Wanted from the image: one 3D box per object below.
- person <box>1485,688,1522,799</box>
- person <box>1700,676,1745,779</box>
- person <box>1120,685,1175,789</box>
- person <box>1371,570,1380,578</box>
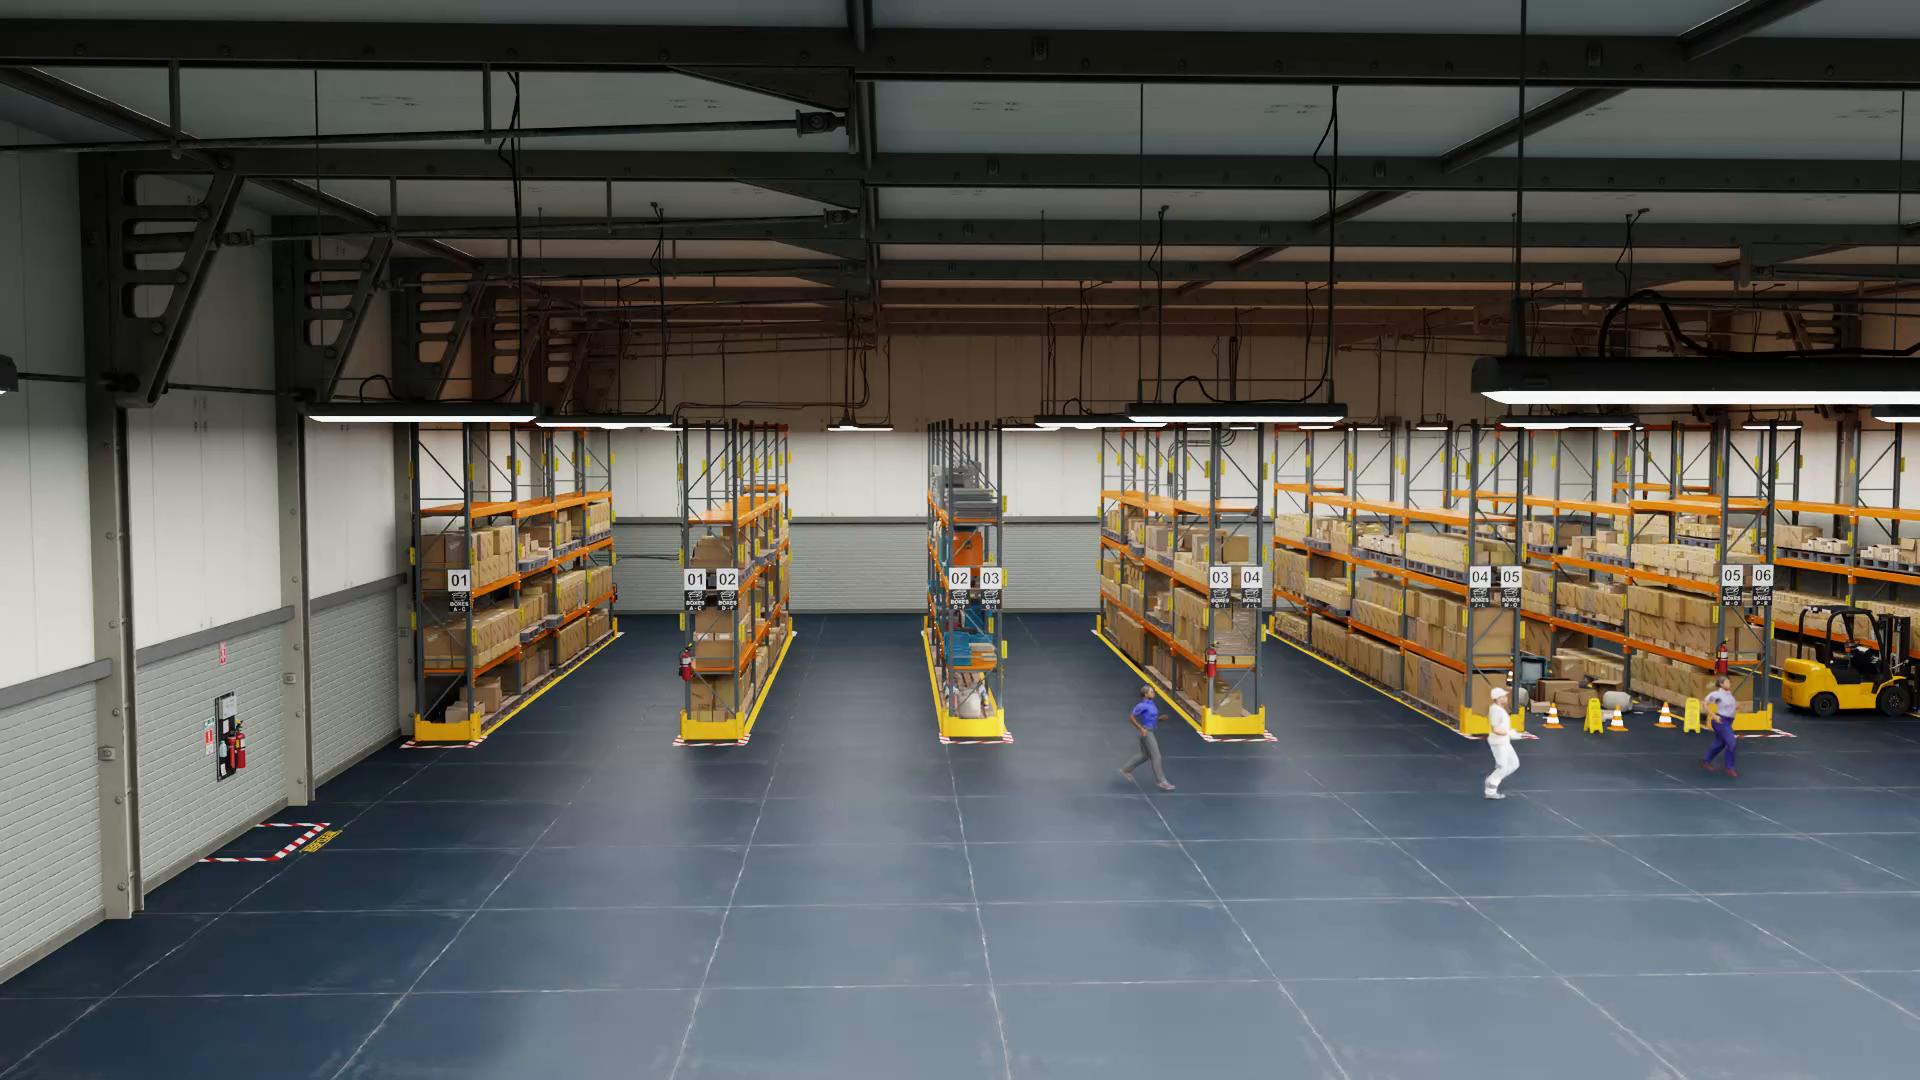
[{"bbox_3d":[8.497,3.176,25.958,0.582,1.740,0.639,2,4,26],"label":"person"},{"bbox_3d":[12.742,3.118,27.814,0.717,1.704,0.587,3,5,41],"label":"person"},{"bbox_3d":[3.014,3.157,26.786,0.941,1.644,0.574,1,4,18],"label":"person"},{"bbox_3d":[12.355,1.735,49.306,0.844,1.687,0.585,0,4,0],"label":"person"}]
